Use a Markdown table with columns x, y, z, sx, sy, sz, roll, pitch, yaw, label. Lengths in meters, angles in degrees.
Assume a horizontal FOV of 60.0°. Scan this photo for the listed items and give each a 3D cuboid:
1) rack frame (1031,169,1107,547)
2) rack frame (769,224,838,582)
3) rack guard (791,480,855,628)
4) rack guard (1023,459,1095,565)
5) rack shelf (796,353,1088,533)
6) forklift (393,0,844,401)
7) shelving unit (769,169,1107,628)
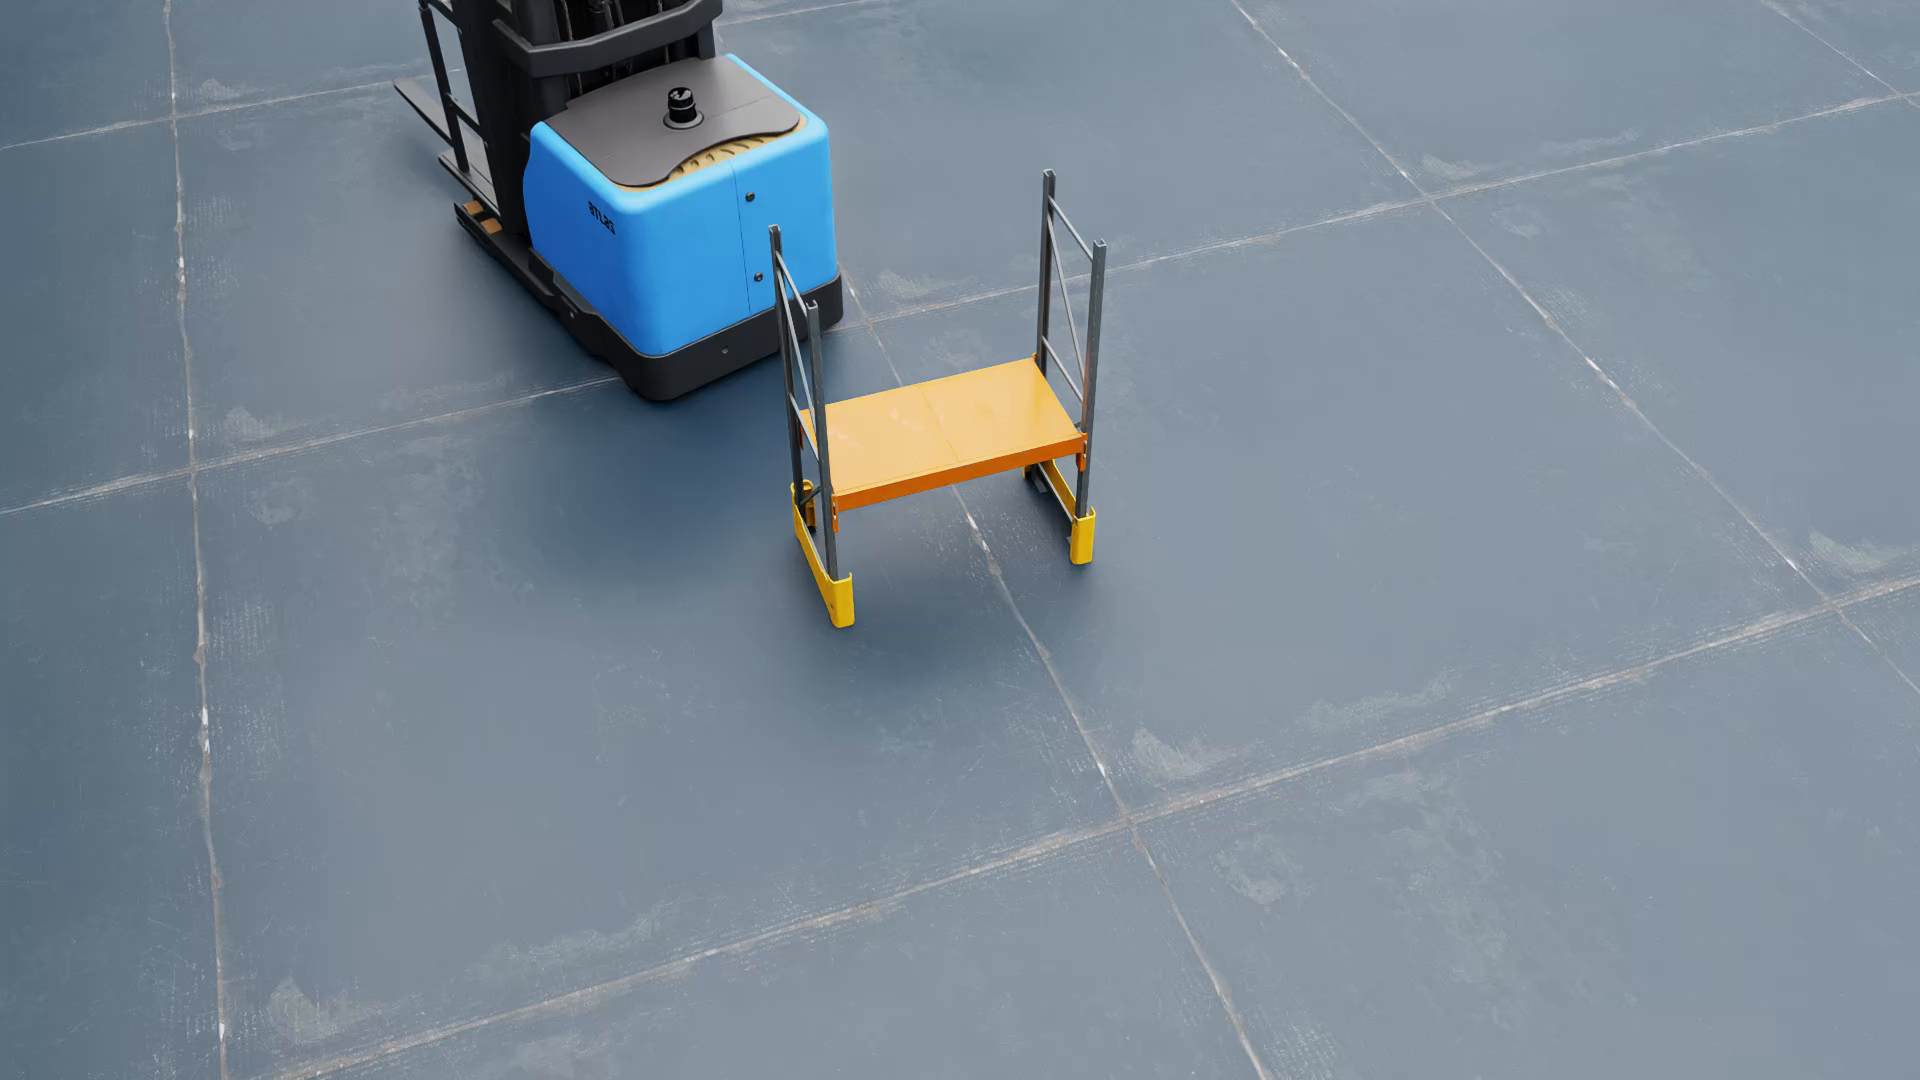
| x | y | z | sx | sy | sz | roll | pitch | yaw | label |
| --- | --- | --- | --- | --- | --- | --- | --- | --- | --- |
| 0.398 | -0.631 | 6.320 | 0.032 | 1.500 | 0.500 | -14 | 47 | -14 | rack frame |
| -0.558 | -0.387 | 6.076 | 0.032 | 1.500 | 0.500 | -14 | 47 | -14 | rack frame |
| -0.540 | 0.050 | 6.524 | 0.087 | 0.250 | 0.587 | -14 | 47 | -14 | rack guard |
| 0.397 | -0.190 | 6.763 | 0.087 | 0.250 | 0.587 | -14 | 47 | -14 | rack guard |
| -0.080 | -0.382 | 6.326 | 1.000 | 0.185 | 0.538 | -14 | 47 | -14 | rack shelf |
| -1.839 | -2.635 | 7.307 | 1.130 | 2.935 | 3.031 | -29 | 52 | -26 | forklift |
| -0.072 | -0.511 | 6.201 | 1.083 | 1.500 | 0.587 | -14 | 47 | -14 | shelving unit |
